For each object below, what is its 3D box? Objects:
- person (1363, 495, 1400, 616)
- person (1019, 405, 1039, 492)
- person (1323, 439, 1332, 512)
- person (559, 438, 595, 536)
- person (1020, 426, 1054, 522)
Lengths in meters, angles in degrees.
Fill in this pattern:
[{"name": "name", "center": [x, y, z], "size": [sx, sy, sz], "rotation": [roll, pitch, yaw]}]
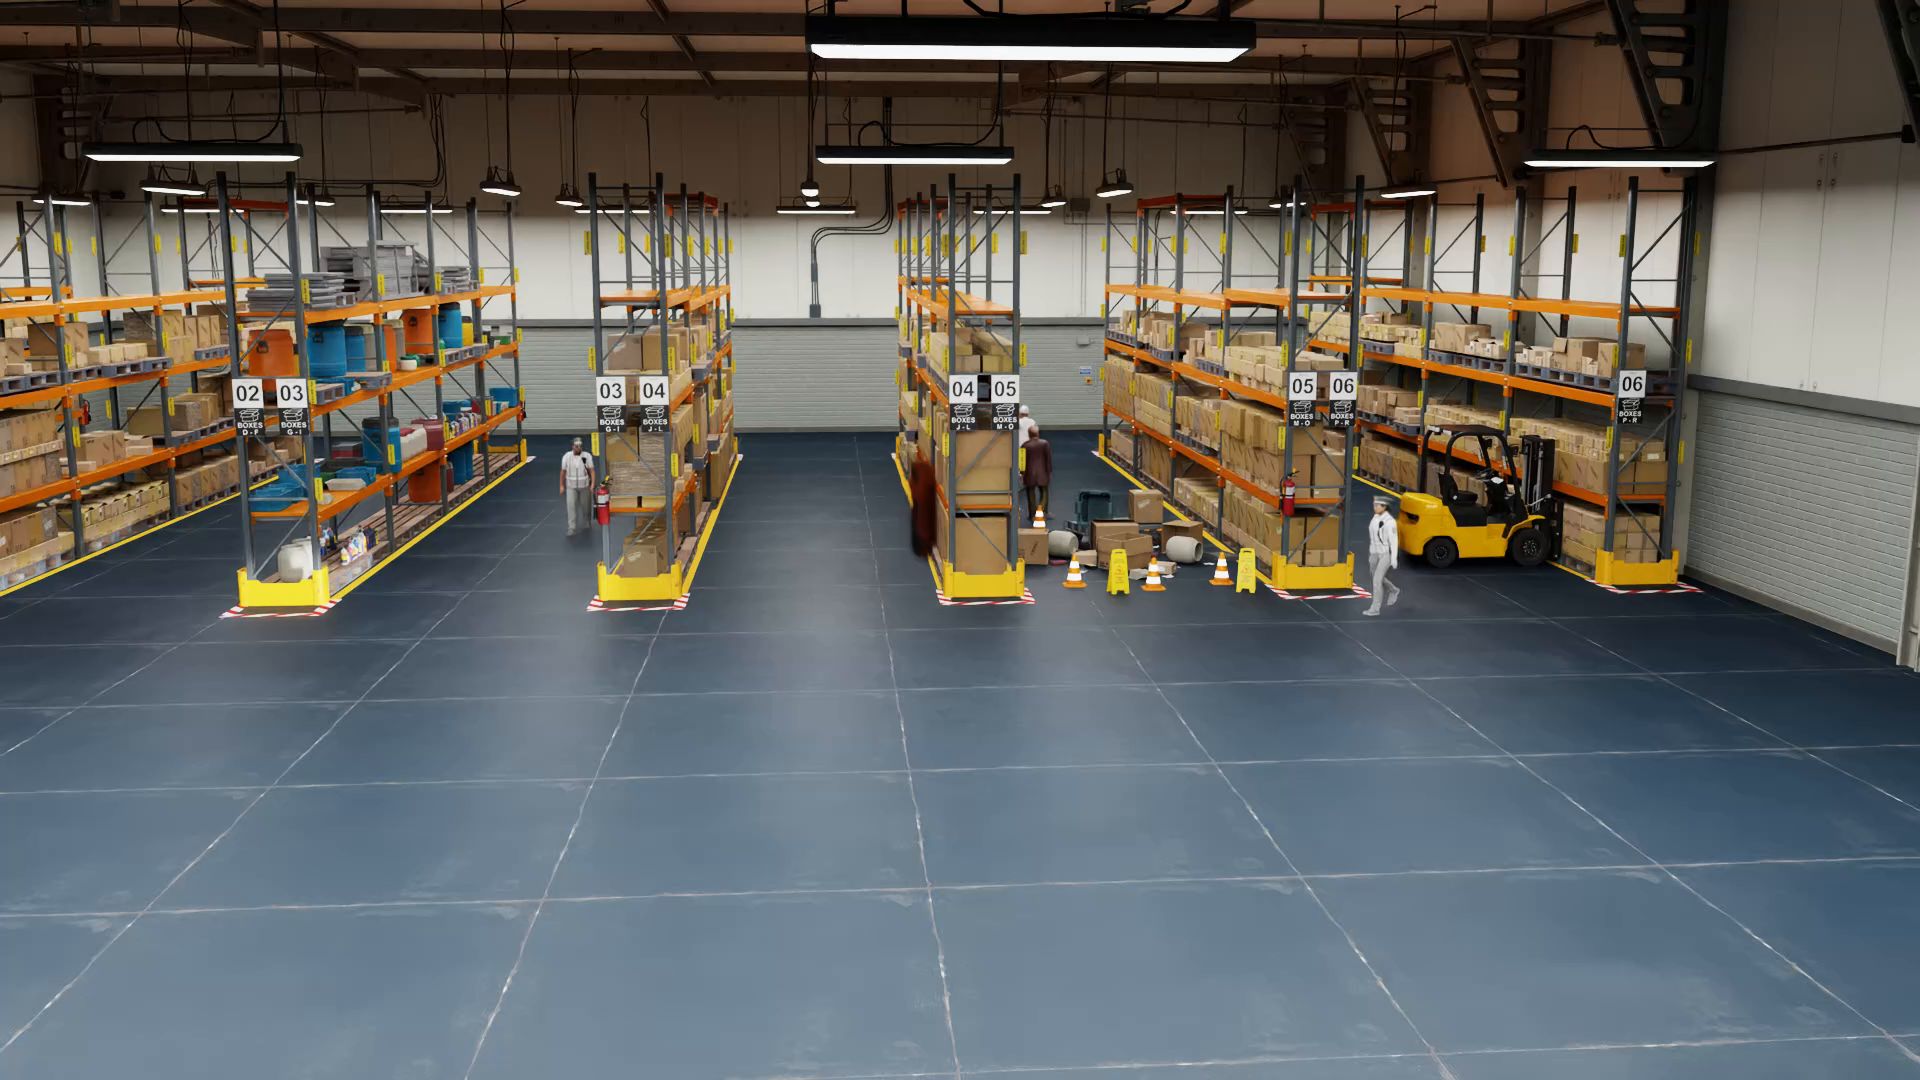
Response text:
[{"name": "person", "center": [5.846, 0.192, 22.795], "size": [0.840, 1.640, 0.477], "rotation": [-7, 12, -34]}, {"name": "person", "center": [1.375, -1.888, 34.374], "size": [0.643, 1.763, 0.653], "rotation": [-6, 12, -30]}, {"name": "person", "center": [6.402, -0.963, 29.391], "size": [0.495, 1.667, 0.534], "rotation": [-1, 10, -6]}, {"name": "person", "center": [-6.717, -0.962, 29.142], "size": [0.656, 1.692, 1.084], "rotation": [-1, 10, -4]}, {"name": "person", "center": [1.409, -1.213, 30.498], "size": [0.619, 1.770, 0.573], "rotation": [-2, 10, -12]}]
